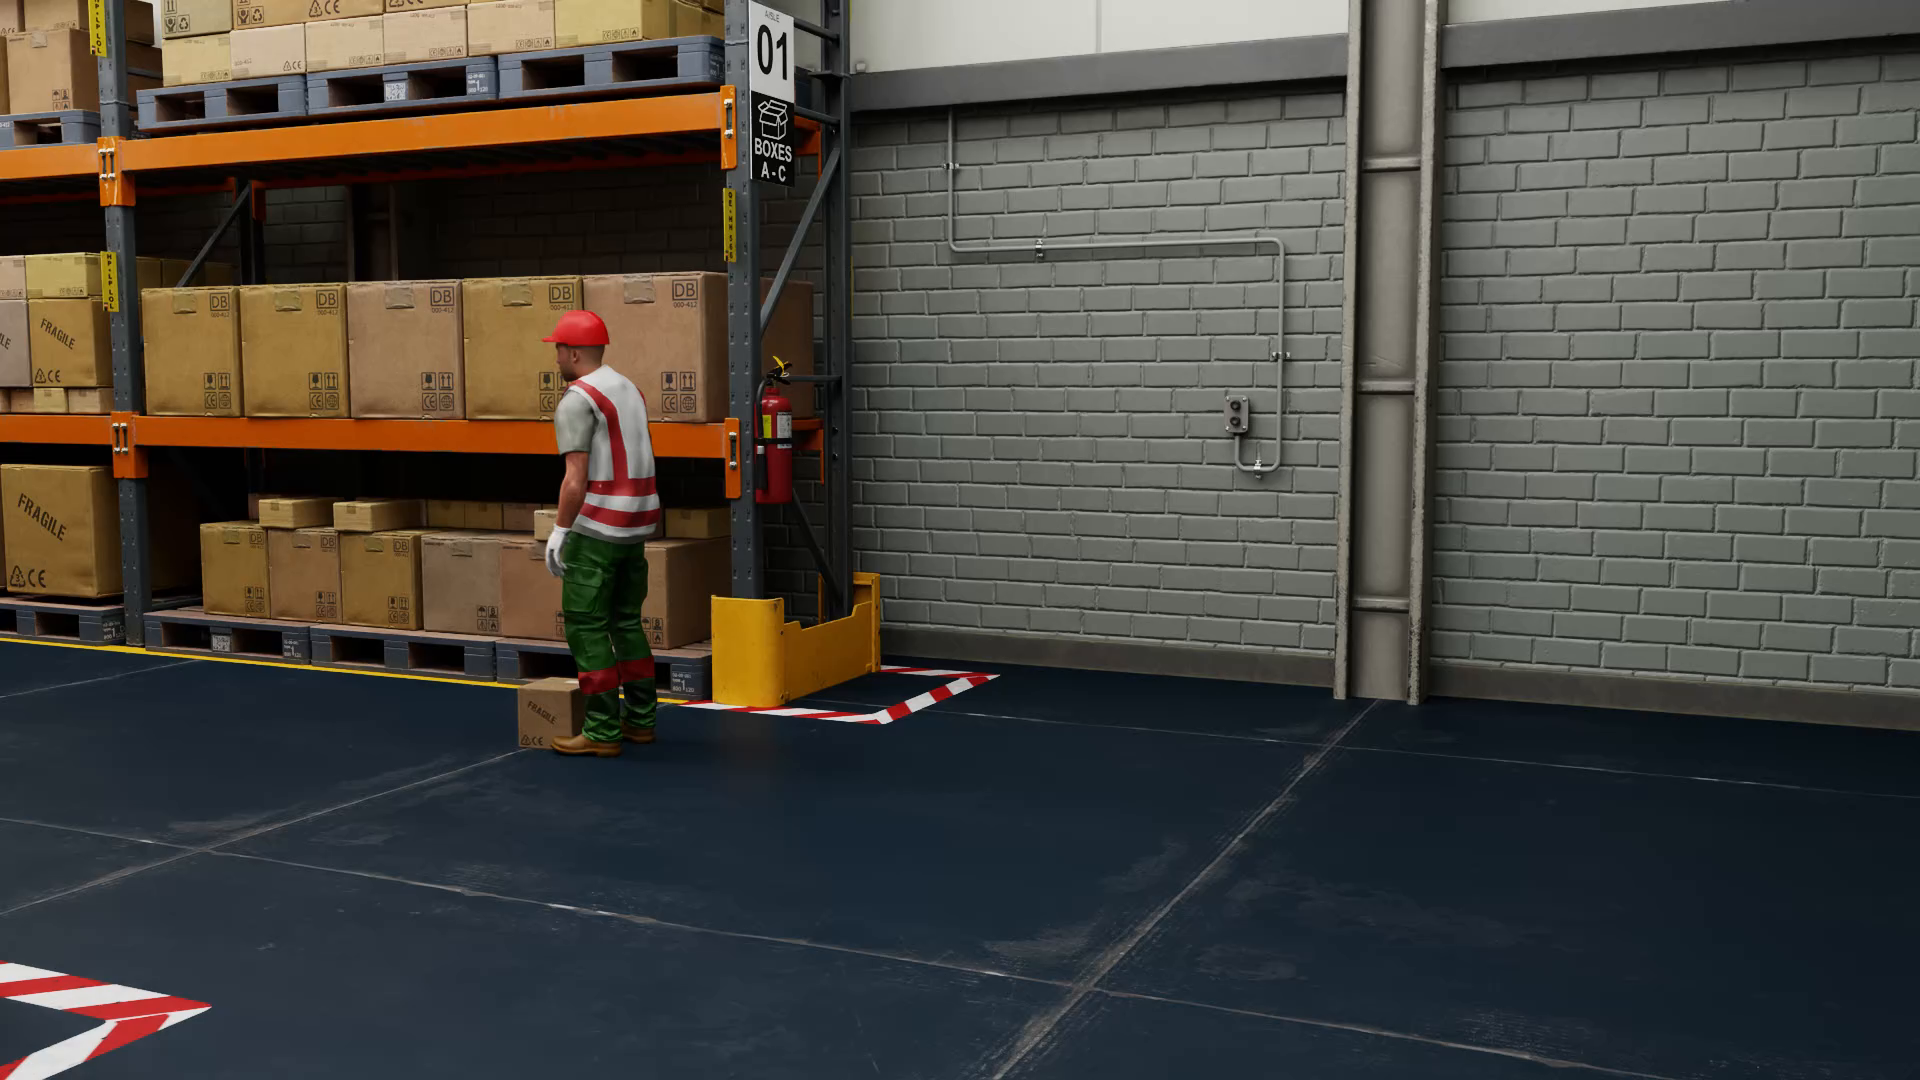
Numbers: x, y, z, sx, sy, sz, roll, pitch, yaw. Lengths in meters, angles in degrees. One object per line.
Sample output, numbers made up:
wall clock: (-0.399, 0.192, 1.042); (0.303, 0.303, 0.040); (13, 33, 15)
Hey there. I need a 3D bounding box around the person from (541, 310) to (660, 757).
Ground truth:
person: (-1.454, -0.031, 6.710); (0.445, 1.781, 0.621); (2, 6, 21)
